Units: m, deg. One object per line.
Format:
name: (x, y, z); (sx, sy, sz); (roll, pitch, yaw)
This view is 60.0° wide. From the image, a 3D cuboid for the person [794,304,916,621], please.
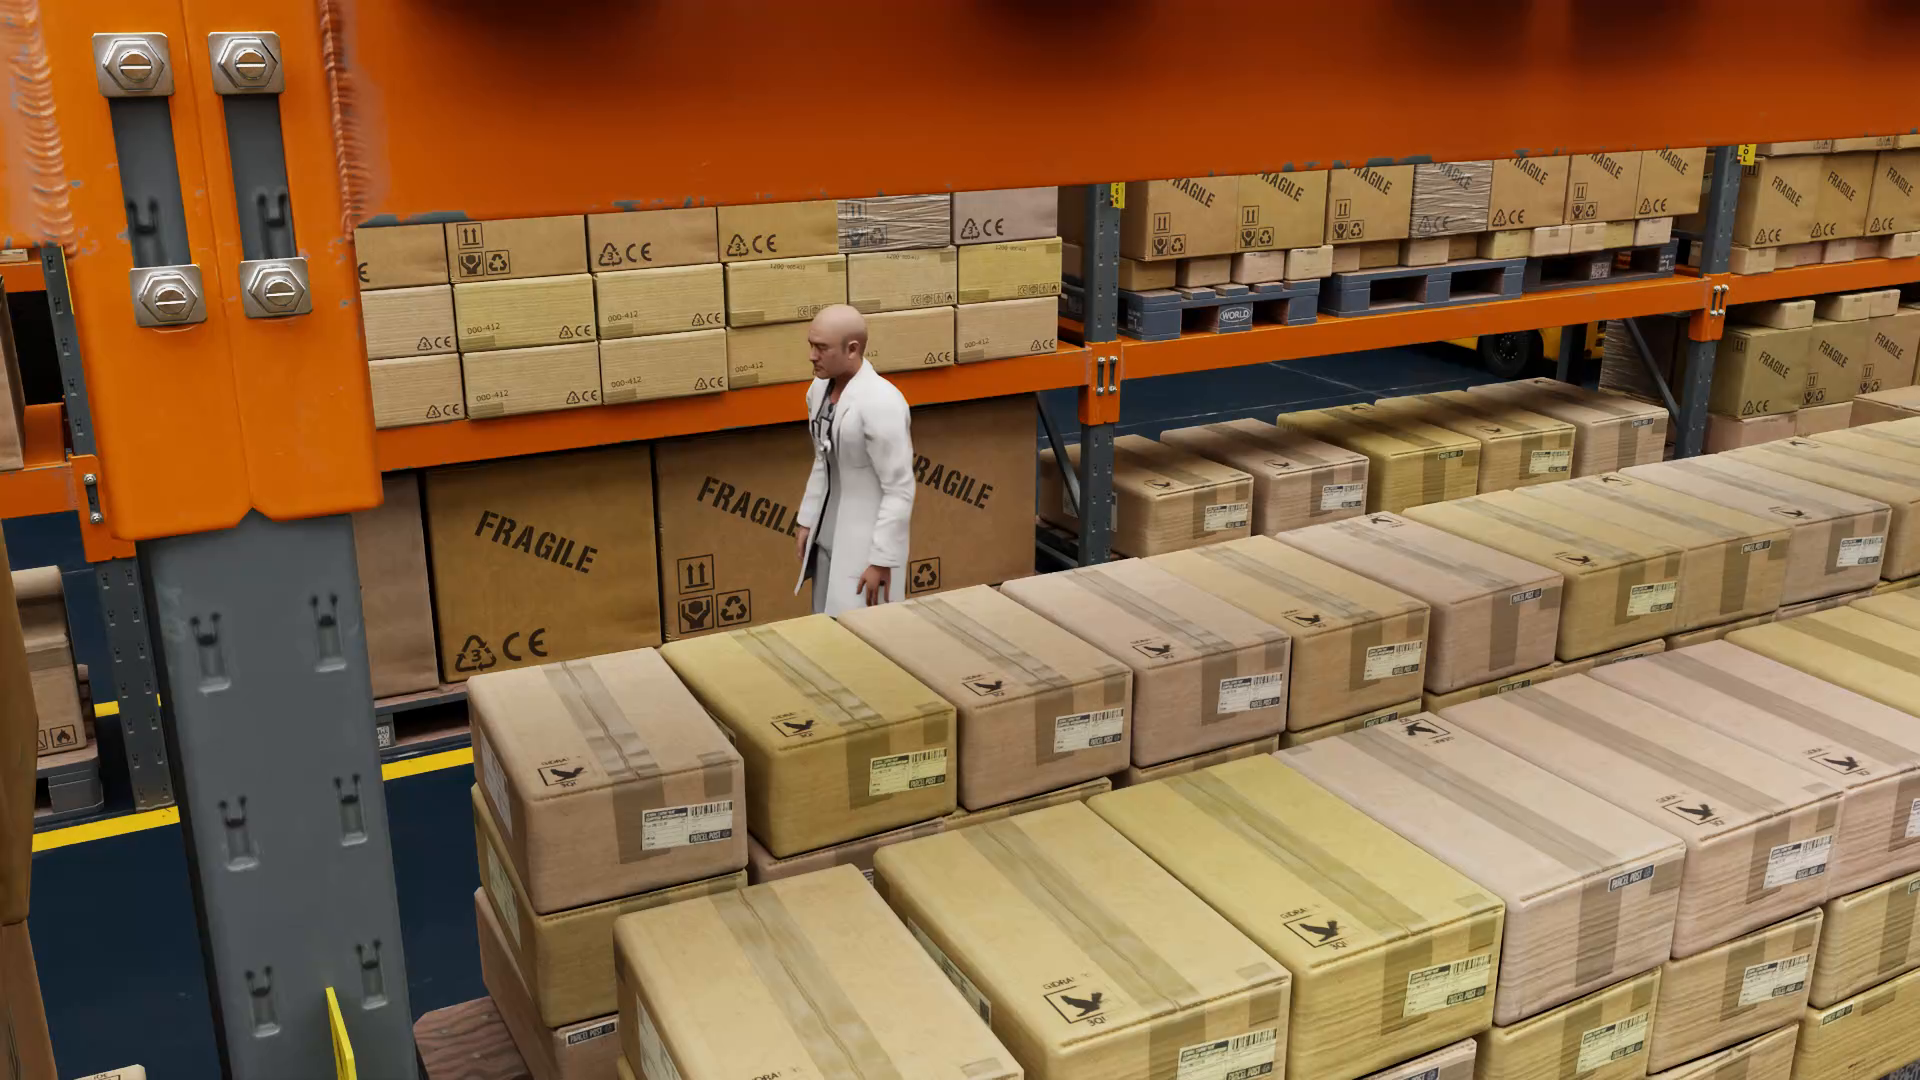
person: (-0.389, 0.026, 6.003); (0.419, 1.775, 0.655); (-11, 21, -29)
